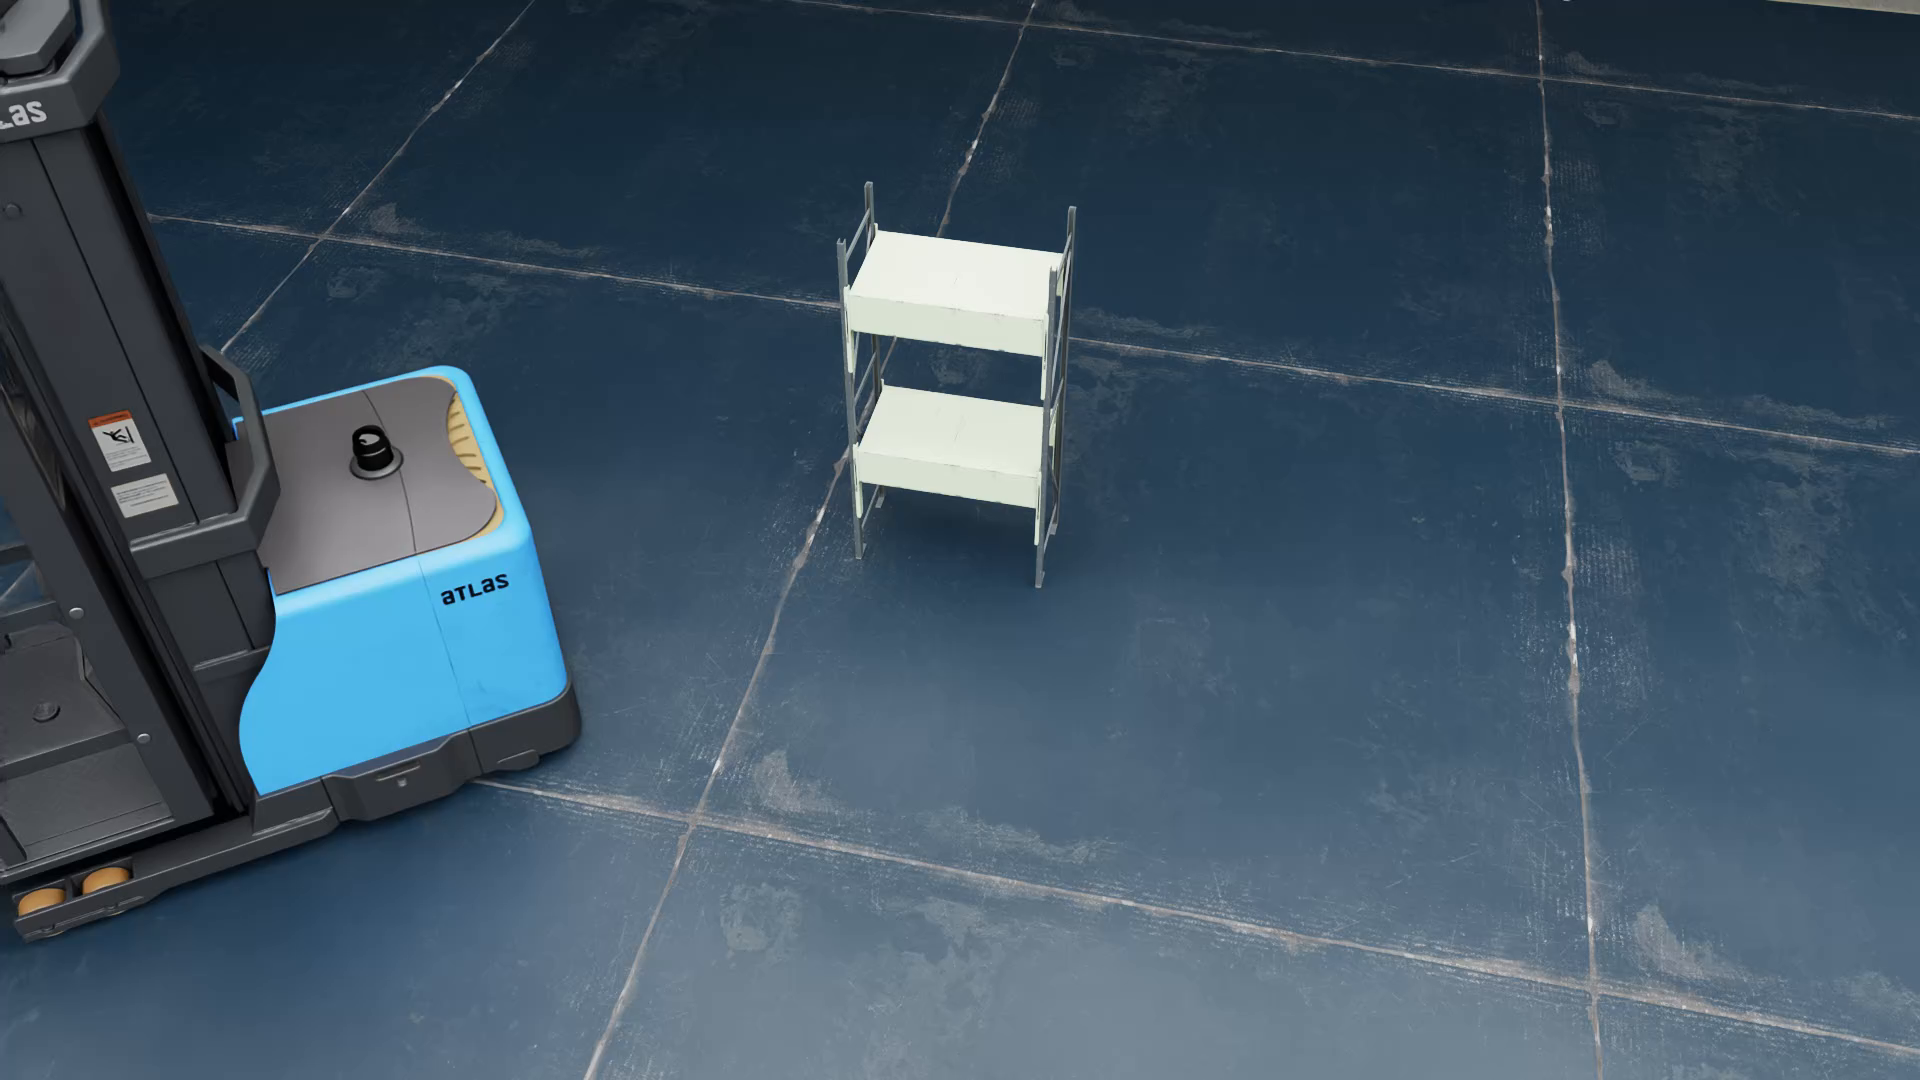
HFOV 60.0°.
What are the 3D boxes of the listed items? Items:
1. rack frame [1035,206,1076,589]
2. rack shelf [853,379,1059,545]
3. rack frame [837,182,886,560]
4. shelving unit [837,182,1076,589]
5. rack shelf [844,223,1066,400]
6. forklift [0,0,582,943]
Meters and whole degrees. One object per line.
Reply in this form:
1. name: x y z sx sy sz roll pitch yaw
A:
1. rack frame: 0.351 -0.486 6.173 0.023 1.500 0.400 9 45 9
2. rack shelf: -0.007 -0.306 6.457 0.720 0.370 0.431 9 45 9
3. rack frame: -0.364 -0.597 6.289 0.023 1.500 0.400 9 45 9
4. shelving unit: -0.007 -0.541 6.231 0.755 1.500 0.431 9 45 9
5. rack shelf: -0.007 -0.823 5.960 0.720 0.370 0.431 9 45 9
6. forklift: -2.913 -0.186 4.829 3.031 2.935 1.130 -18 47 -18
